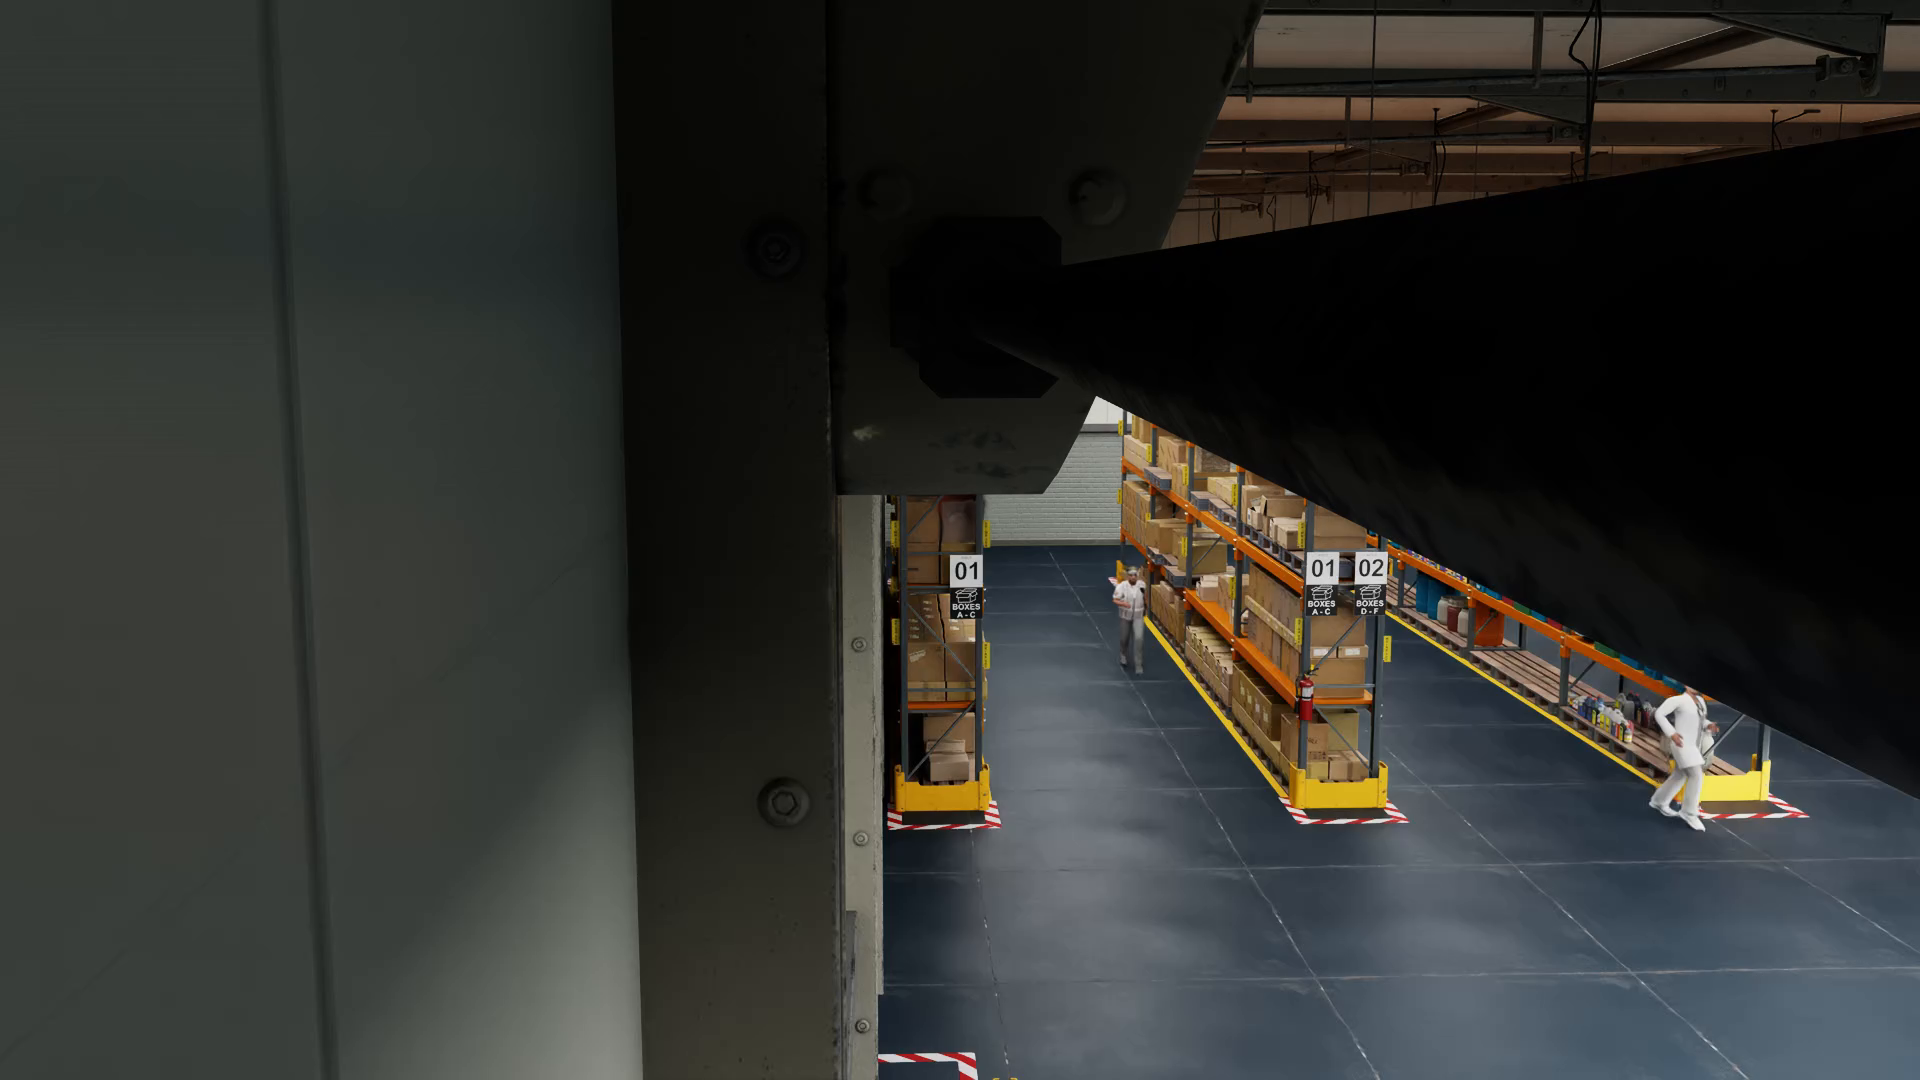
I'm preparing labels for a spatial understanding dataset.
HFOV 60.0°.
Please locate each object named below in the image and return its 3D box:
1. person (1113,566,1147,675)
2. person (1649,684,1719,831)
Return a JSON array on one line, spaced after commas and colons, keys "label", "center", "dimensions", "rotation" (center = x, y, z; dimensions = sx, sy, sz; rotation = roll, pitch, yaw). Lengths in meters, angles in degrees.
[{"label": "person", "center": [2.882, 1.313, 28.150], "dimensions": [0.608, 1.813, 0.909], "rotation": [0, 8, -1]}, {"label": "person", "center": [8.730, 2.521, 20.025], "dimensions": [0.688, 1.824, 0.773], "rotation": [-8, 11, -42]}]
